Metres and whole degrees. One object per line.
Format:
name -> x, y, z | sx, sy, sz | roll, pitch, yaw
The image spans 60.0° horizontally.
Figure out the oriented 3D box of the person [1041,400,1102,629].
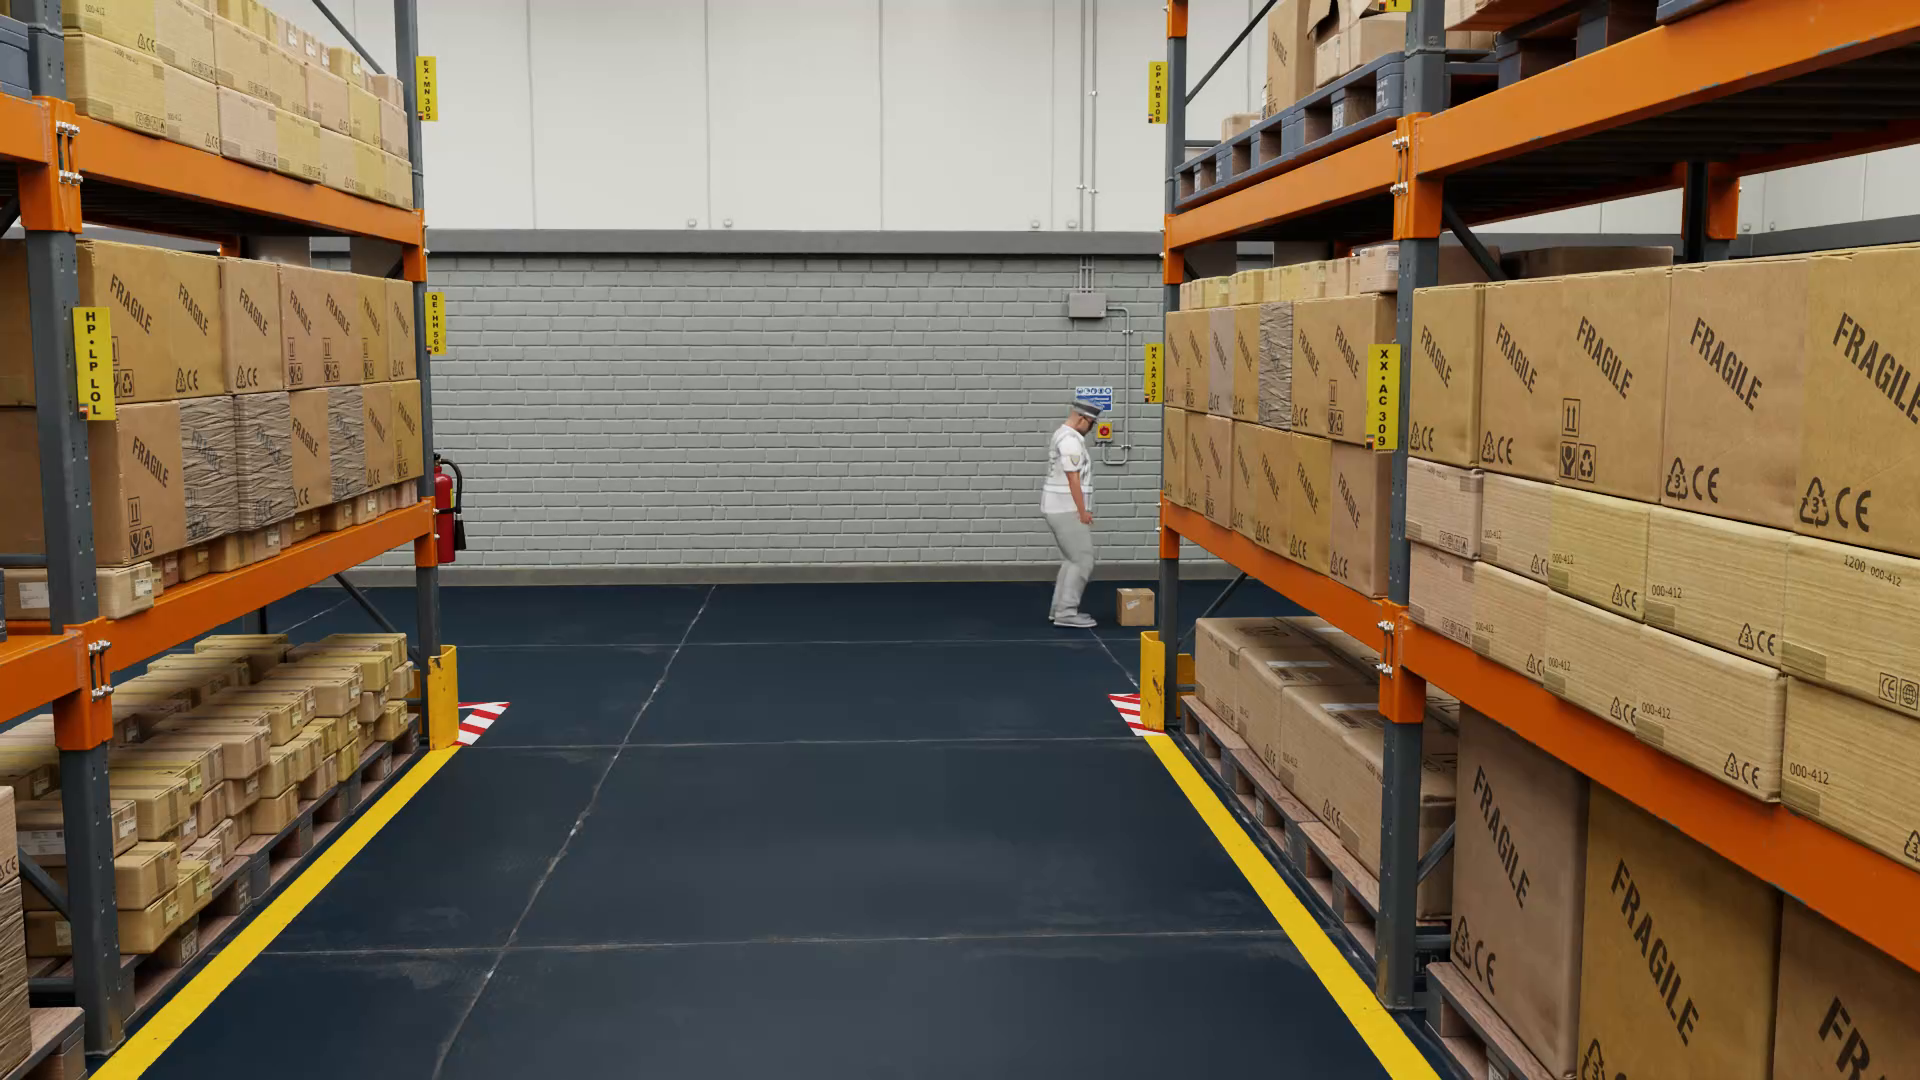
person -> 0.846, -0.206, 12.644 | 0.457, 1.716, 0.550 | 0, 7, -2
